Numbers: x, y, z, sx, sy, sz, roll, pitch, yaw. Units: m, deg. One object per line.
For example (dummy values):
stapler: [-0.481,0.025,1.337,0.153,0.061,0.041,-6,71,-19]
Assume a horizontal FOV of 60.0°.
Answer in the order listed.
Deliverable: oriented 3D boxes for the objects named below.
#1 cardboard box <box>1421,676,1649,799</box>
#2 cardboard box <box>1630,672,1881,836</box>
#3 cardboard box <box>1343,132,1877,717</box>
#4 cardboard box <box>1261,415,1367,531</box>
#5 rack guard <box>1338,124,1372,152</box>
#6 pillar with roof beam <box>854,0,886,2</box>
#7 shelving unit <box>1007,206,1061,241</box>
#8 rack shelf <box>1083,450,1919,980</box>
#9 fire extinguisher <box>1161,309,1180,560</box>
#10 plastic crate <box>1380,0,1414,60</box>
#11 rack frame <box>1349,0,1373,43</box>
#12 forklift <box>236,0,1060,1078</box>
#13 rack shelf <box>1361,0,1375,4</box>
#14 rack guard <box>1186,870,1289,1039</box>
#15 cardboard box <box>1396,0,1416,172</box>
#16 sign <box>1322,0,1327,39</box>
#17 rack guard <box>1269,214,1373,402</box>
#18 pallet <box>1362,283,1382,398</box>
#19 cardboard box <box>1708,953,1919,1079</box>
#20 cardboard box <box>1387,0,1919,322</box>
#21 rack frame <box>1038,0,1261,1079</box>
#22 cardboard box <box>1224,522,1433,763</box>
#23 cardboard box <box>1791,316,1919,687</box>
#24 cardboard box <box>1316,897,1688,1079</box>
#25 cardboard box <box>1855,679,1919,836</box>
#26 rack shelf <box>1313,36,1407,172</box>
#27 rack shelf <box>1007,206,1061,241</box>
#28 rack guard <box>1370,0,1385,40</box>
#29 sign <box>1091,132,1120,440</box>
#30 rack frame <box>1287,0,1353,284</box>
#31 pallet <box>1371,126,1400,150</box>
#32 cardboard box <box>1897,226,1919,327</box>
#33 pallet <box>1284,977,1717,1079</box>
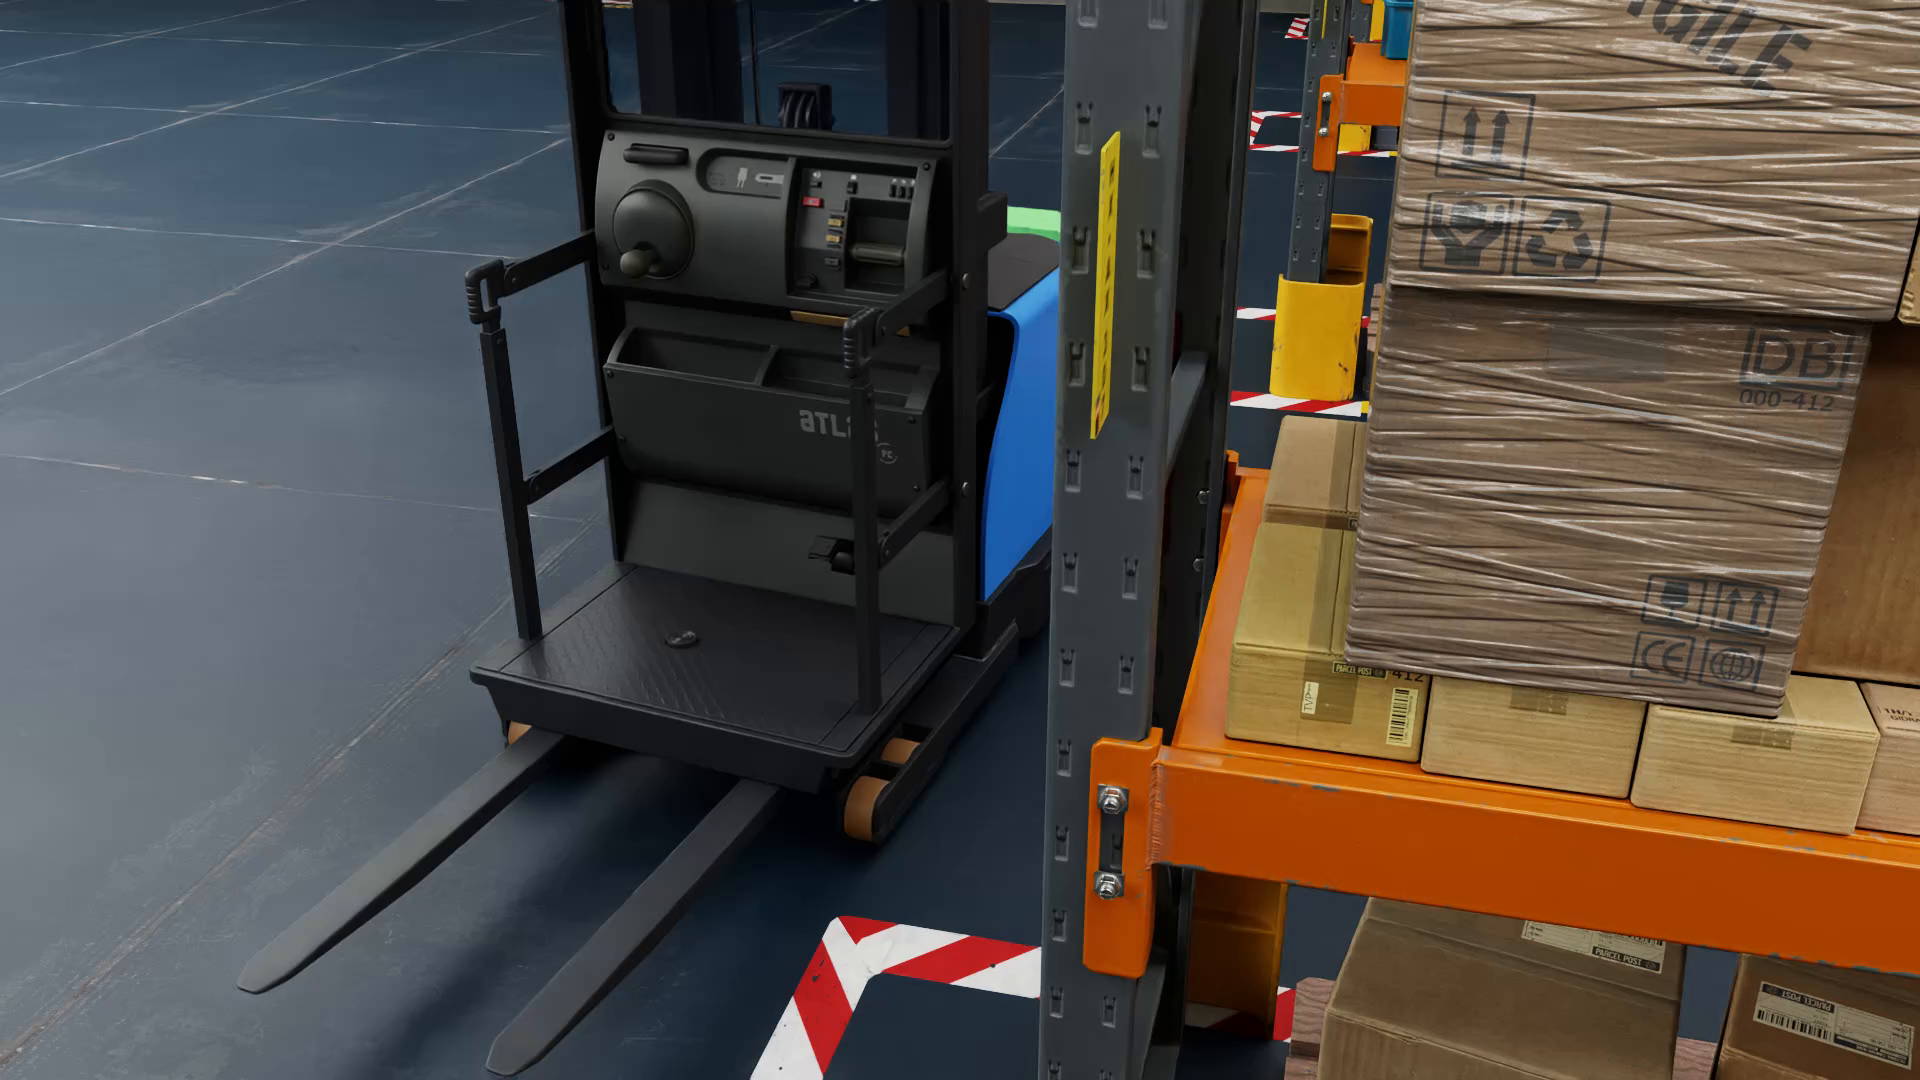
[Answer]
cardboard box: [0.750,0.164,2.208,0.250,0.149,0.380,6,26,13]
cardboard box: [0.989,0.197,2.139,0.250,0.149,0.380,6,26,13]
cardboard box: [0.822,-0.223,2.267,0.500,0.500,0.875,6,26,13]
cardboard box: [0.624,-0.056,2.670,0.250,0.149,0.380,6,26,13]
rack guard: [2.744,-3.112,11.704,0.348,0.500,1.175,6,26,13]
pillar with roof beam: [-1.993,-8.144,12.388,0.400,9.000,9.100,6,26,13]
shelving unit: [0.241,-0.620,5.655,0.503,1.200,0.258,10,27,20]
rack shelf: [2.233,0.425,2.205,4.000,0.370,1.077,6,26,13]
fire extinguisher: [0.300,-0.283,2.945,0.183,0.674,0.296,6,26,13]
plastic crate: [2.089,-2.180,7.012,0.616,0.251,0.499,6,26,13]
rack frame: [2.767,-4.238,11.161,0.127,3.000,1.000,6,26,13]
forklift: [-0.575,-0.772,3.962,1.130,2.935,3.031,10,27,20]
rack shelf: [4.704,-3.699,10.866,4.000,0.370,1.077,6,26,13]
rack guard: [0.370,1.023,3.020,0.348,0.500,1.175,6,26,13]
cardboard box: [0.890,-0.789,2.292,0.500,0.500,0.500,6,26,13]
sign: [1.389,-2.072,6.291,0.005,0.325,0.100,6,26,13]
rack guard: [1.615,-1.059,7.392,0.348,0.500,1.175,6,26,13]
pallet: [2.401,-0.839,7.267,1.213,0.211,1.003,6,26,13]
cardboard box: [1.484,0.949,2.687,0.500,0.500,0.500,14,29,26]
cardboard box: [0.761,-0.572,1.837,0.500,0.500,0.500,6,26,13]
rack frame: [0.296,-0.114,2.500,0.127,3.000,1.000,6,26,13]
cardboard box: [0.513,0.129,2.281,0.250,0.149,0.380,6,26,13]
cardboard box: [1.336,-0.219,2.259,0.500,0.500,0.875,6,26,13]
cardboard box: [0.897,0.899,2.792,0.500,0.500,0.500,11,28,23]
cardboard box: [1.236,0.215,2.101,0.250,0.149,0.380,6,26,13]
rack shelf: [3.467,-1.637,6.536,4.000,0.370,1.077,6,26,13]
rack shelf: [0.242,-0.996,5.478,0.480,0.148,0.258,10,27,20]
rack guard: [4.071,-5.164,16.014,0.348,0.500,1.175,6,26,13]
sign: [0.161,-0.279,1.839,0.005,0.325,0.100,6,26,13]
rack frame: [1.530,-2.176,6.831,0.127,3.000,1.000,6,26,13]
pallet: [3.518,-2.914,11.625,1.213,0.211,1.003,6,26,13]
cardboard box: [1.243,-0.516,1.719,0.500,0.500,0.500,6,26,13]
pallet: [1.148,1.255,2.868,1.213,0.211,1.003,6,26,13]
